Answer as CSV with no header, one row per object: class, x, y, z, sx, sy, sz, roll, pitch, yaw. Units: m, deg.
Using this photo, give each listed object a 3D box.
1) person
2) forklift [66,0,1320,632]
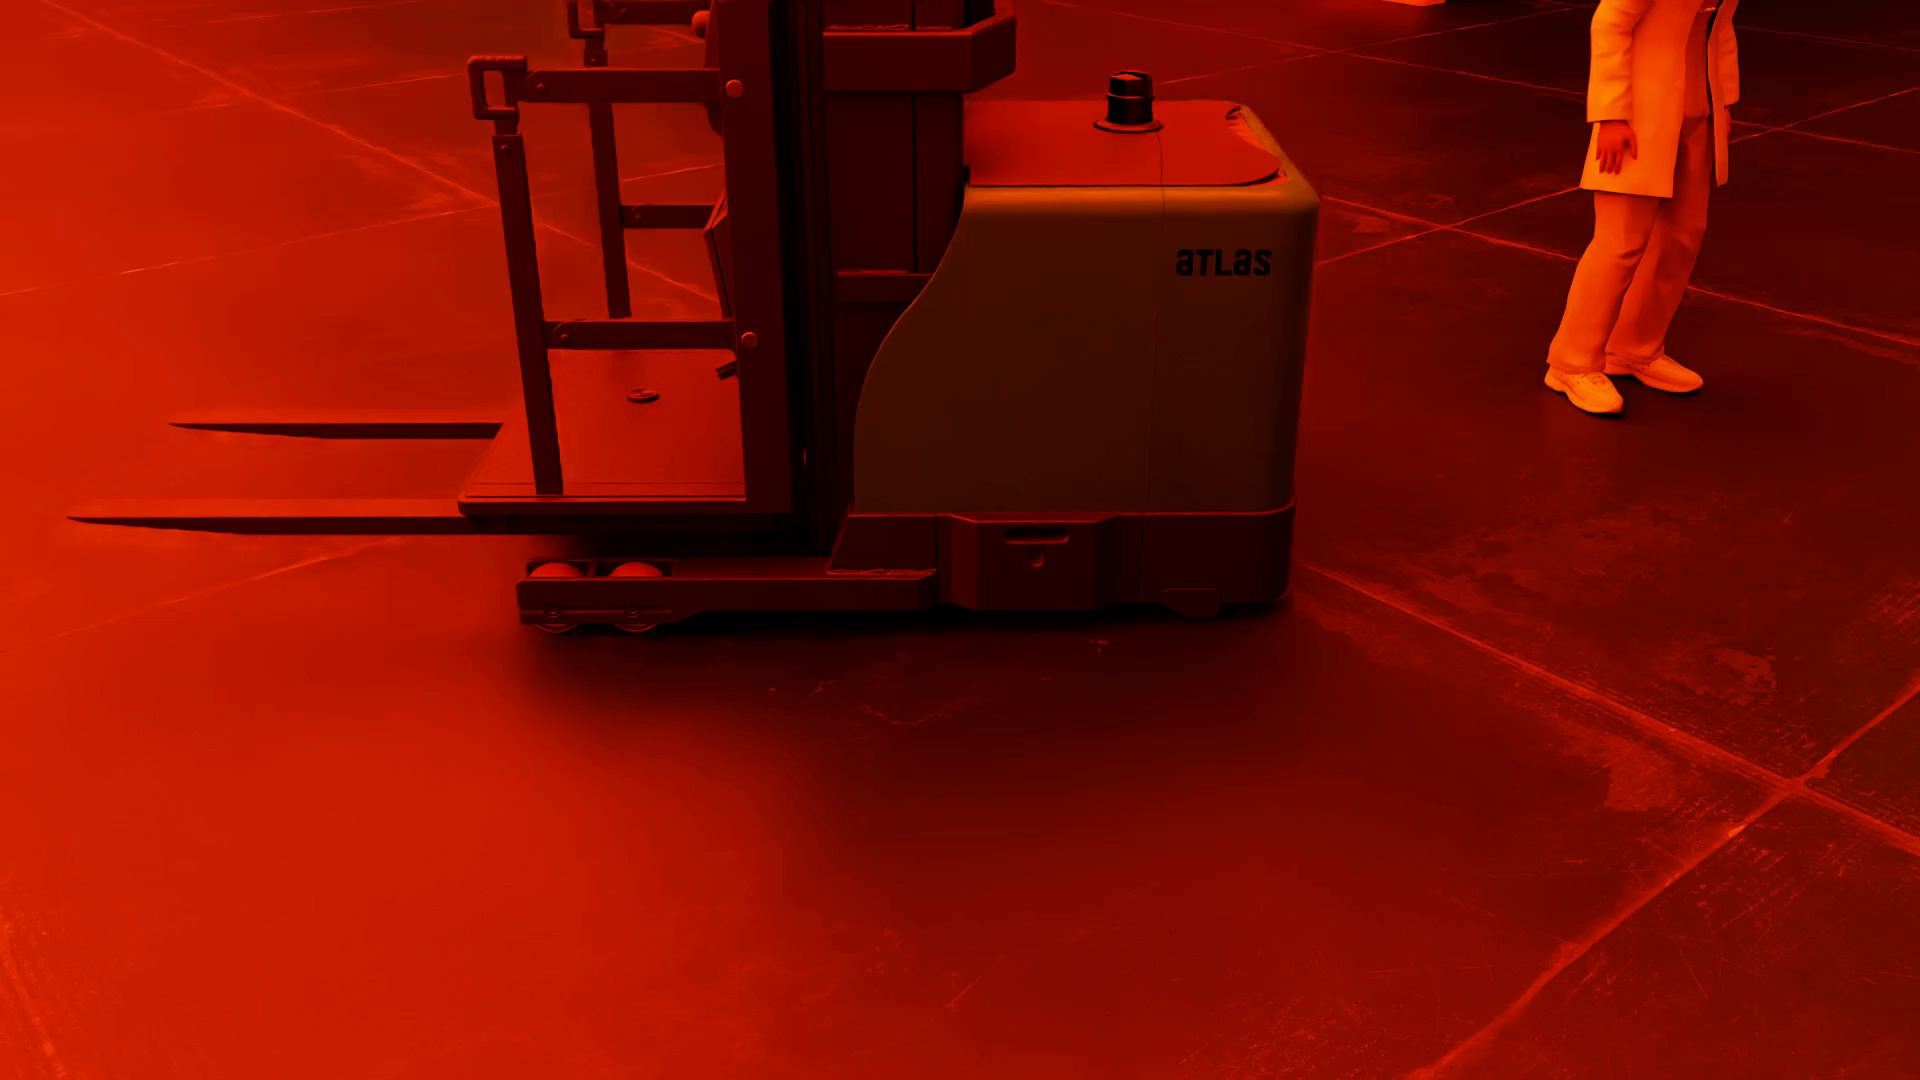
person,2.183,-1.309,5.146,0.644,1.772,0.428,-15,30,-28
forklift,-0.705,-1.325,3.873,3.031,2.935,1.130,0,26,0
